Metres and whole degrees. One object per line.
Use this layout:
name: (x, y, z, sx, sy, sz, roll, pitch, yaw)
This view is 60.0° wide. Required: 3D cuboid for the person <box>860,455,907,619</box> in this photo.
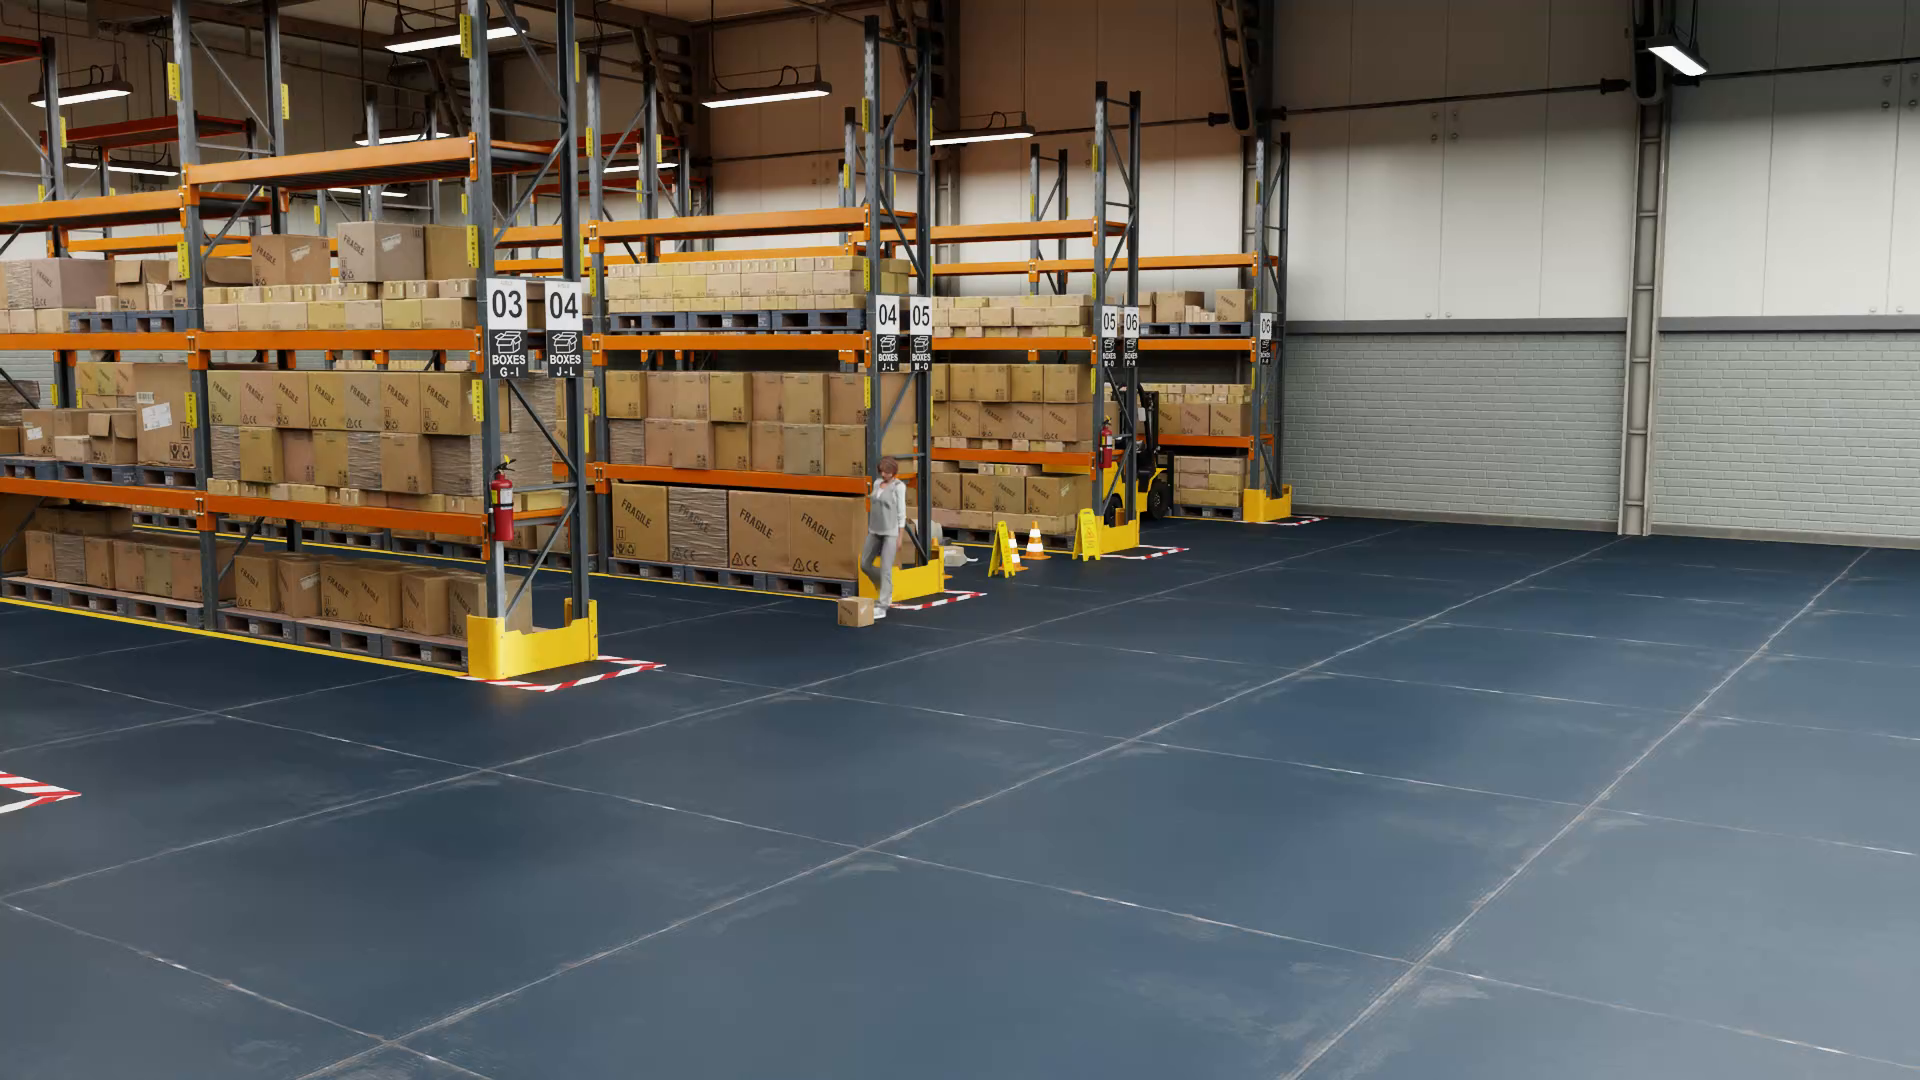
person: (-0.761, -0.033, 16.322, 0.442, 1.574, 0.518, 5, 8, 39)
